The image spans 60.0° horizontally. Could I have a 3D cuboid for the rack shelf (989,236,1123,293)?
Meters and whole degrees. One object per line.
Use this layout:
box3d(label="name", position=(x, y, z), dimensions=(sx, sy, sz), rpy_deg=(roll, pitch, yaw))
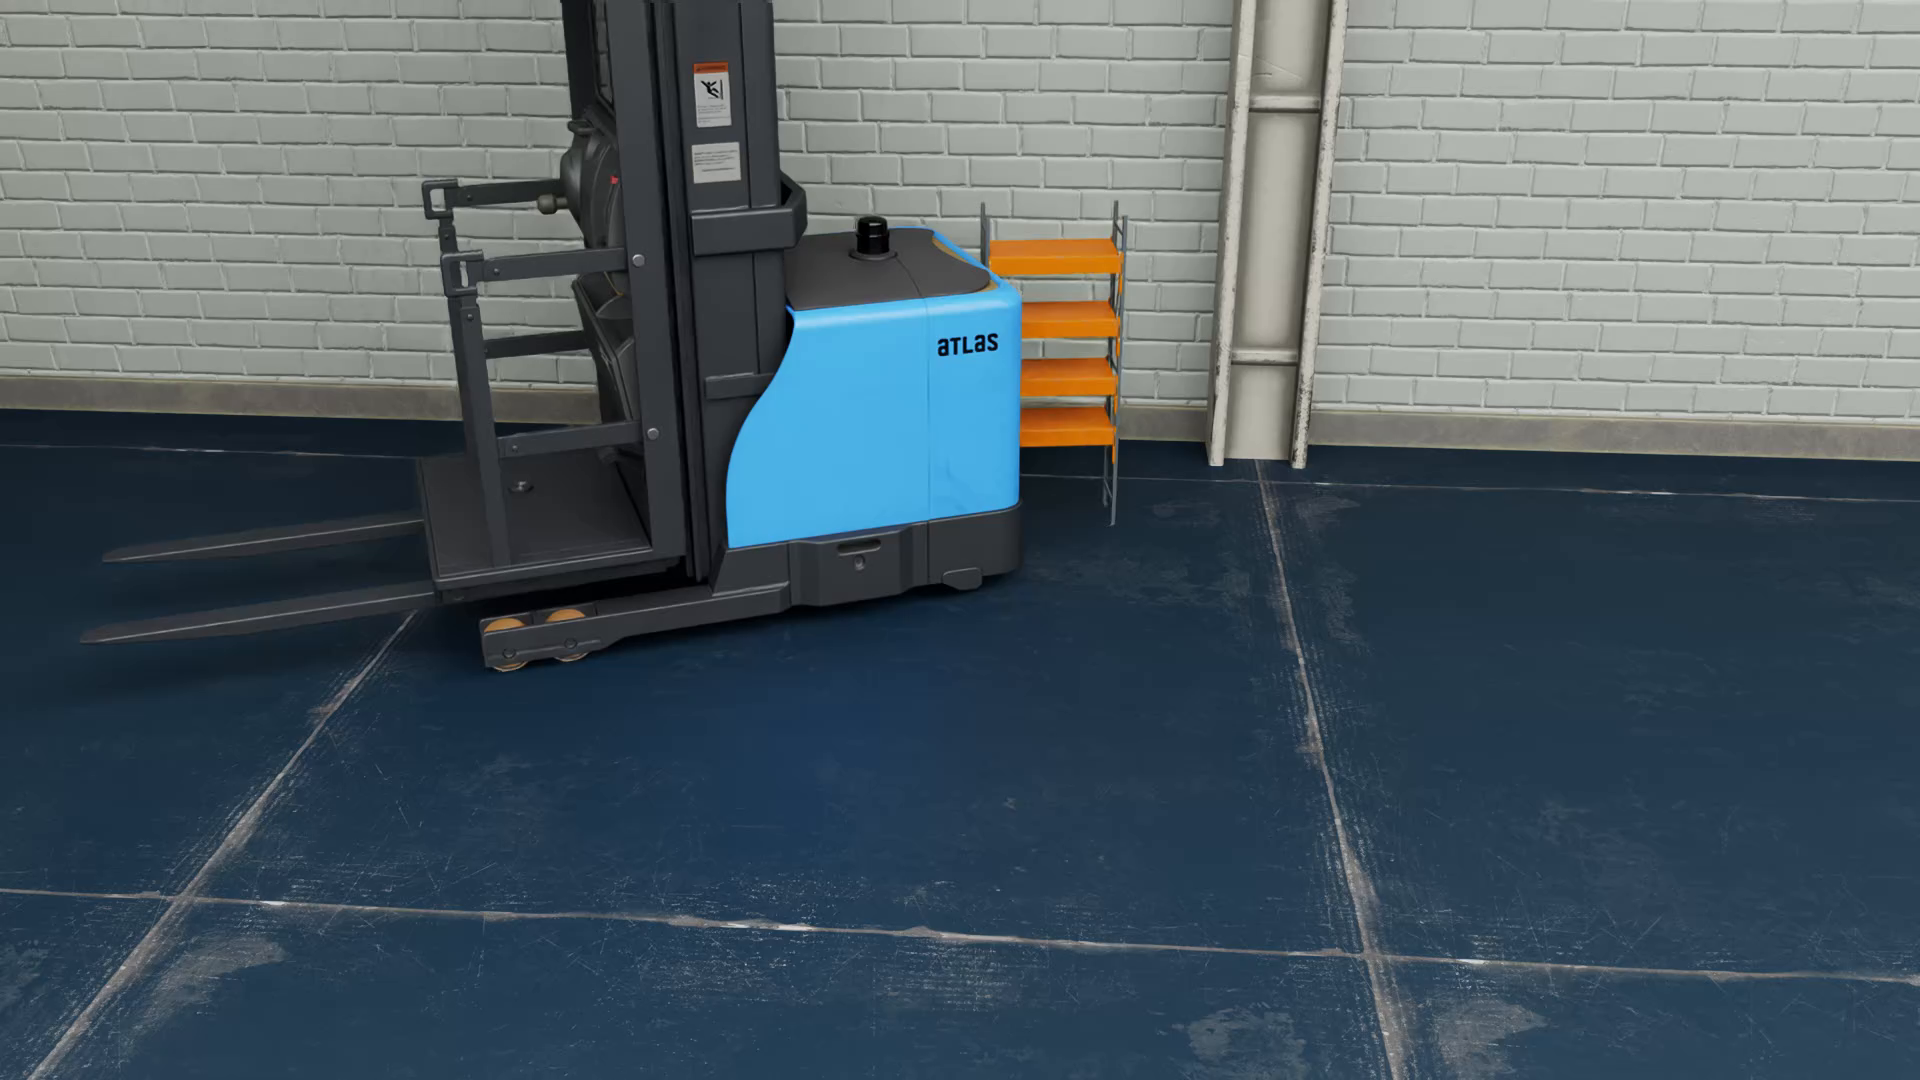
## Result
box3d(label="rack shelf", position=(0.334, -0.999, 6.046), dimensions=(0.480, 0.148, 0.258), rpy_deg=(-2, 25, -3))

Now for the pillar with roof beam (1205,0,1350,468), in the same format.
box3d(label="pillar with roof beam", position=(0.918, -2.662, 1.269), dimensions=(0.400, 9.000, 9.100), rpy_deg=(2, 25, 4))

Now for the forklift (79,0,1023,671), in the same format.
box3d(label="forklift", position=(-1.353, -1.159, 5.263), dimensions=(3.031, 2.935, 1.130), rpy_deg=(-8, 26, -18))

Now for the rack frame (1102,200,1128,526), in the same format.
box3d(label="rack frame", position=(0.578, -0.649, 6.225), dimensions=(0.015, 1.200, 0.240), rpy_deg=(-2, 25, -3))

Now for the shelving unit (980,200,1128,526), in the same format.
box3d(label="shelving unit", position=(0.334, -0.642, 6.210), dimensions=(0.503, 1.200, 0.258), rpy_deg=(-2, 25, -3))

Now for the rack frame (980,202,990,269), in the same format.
box3d(label="rack frame", position=(0.091, -0.636, 6.196), dimensions=(0.015, 1.200, 0.240), rpy_deg=(-2, 25, -3))

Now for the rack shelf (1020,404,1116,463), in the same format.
box3d(label="rack shelf", position=(0.334, -0.401, 6.322), dimensions=(0.480, 0.148, 0.258), rpy_deg=(-2, 25, -3))

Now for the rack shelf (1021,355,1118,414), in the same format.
box3d(label="rack shelf", position=(0.334, -0.581, 6.239), dimensions=(0.480, 0.148, 0.258), rpy_deg=(-2, 25, -3))

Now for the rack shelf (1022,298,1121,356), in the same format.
box3d(label="rack shelf", position=(0.334, -0.784, 6.145), dimensions=(0.480, 0.148, 0.258), rpy_deg=(-2, 25, -3))
